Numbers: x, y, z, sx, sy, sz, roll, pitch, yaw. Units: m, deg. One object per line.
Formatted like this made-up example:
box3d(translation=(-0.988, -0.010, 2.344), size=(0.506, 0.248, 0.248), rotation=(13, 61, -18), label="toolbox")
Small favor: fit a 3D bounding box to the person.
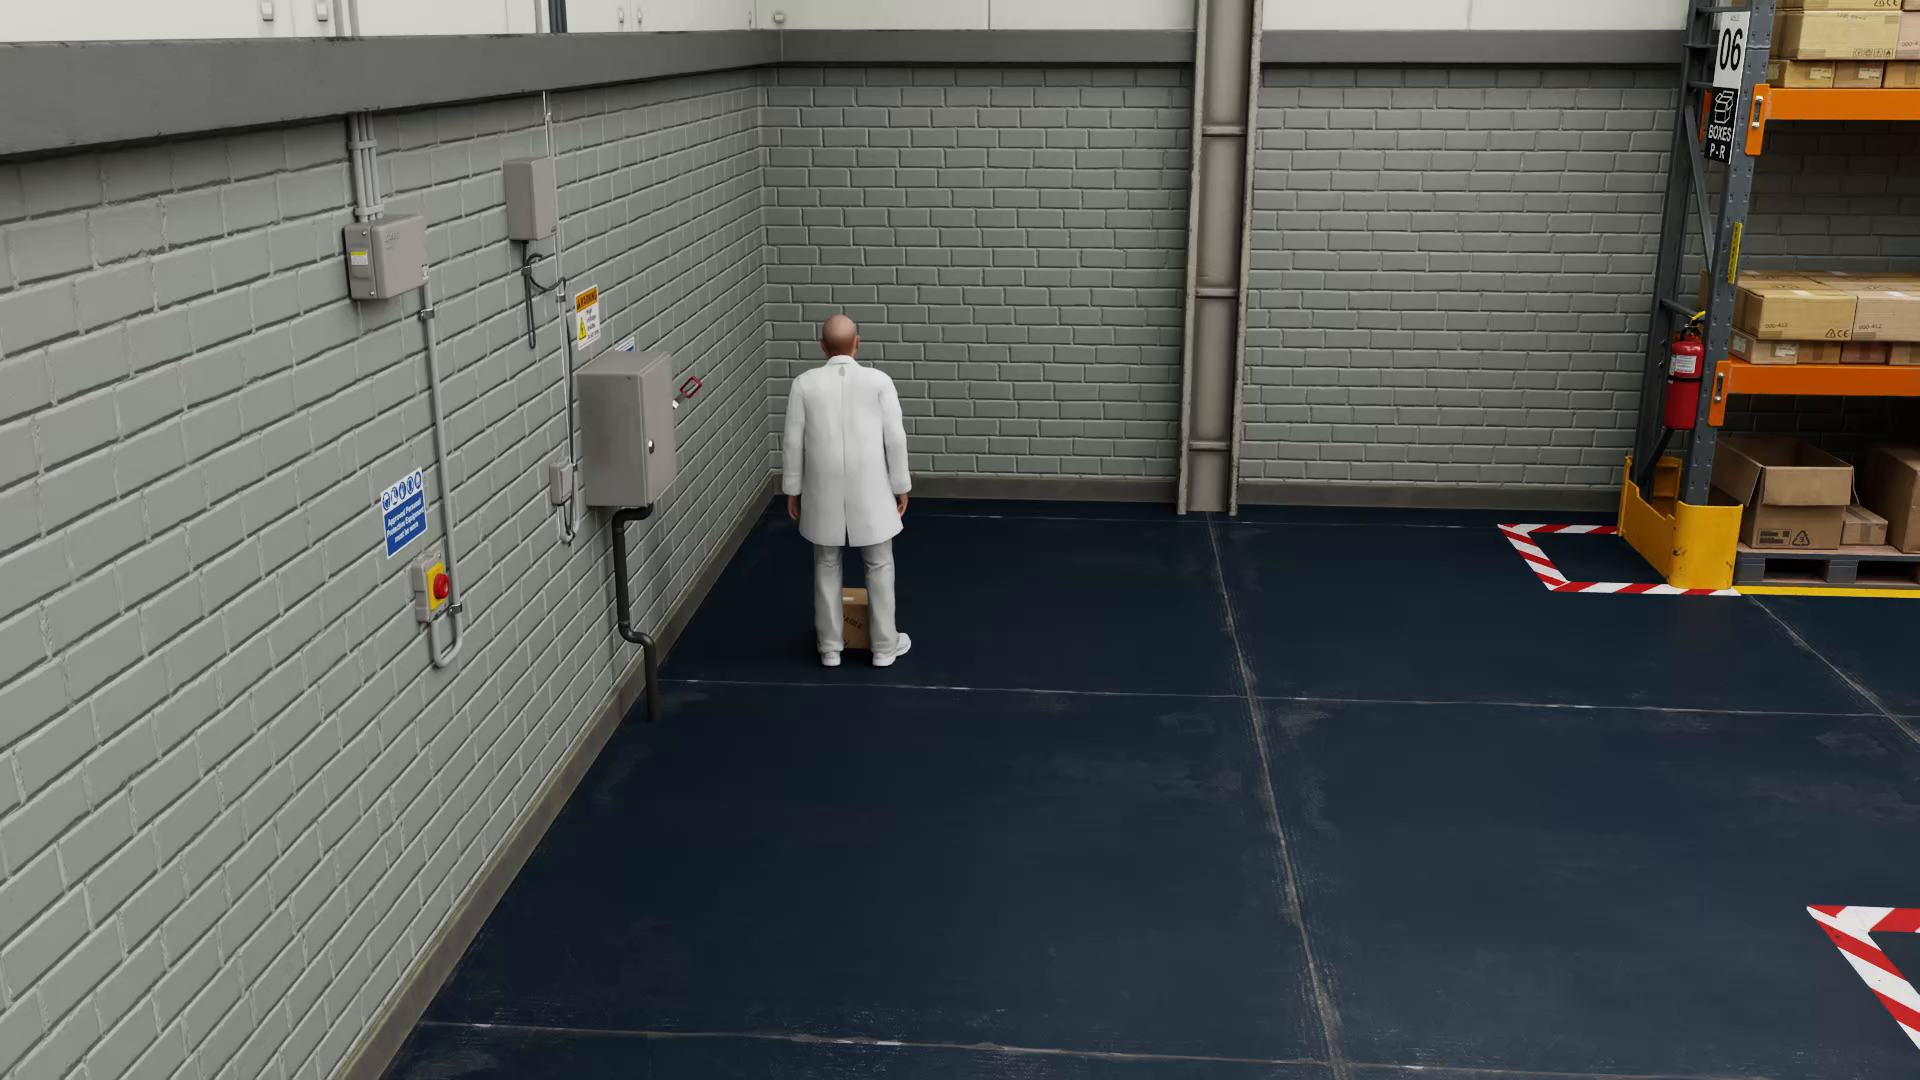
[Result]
box3d(translation=(-0.541, -0.241, 8.350), size=(0.644, 1.774, 0.427), rotation=(1, 17, 4), label="person")
